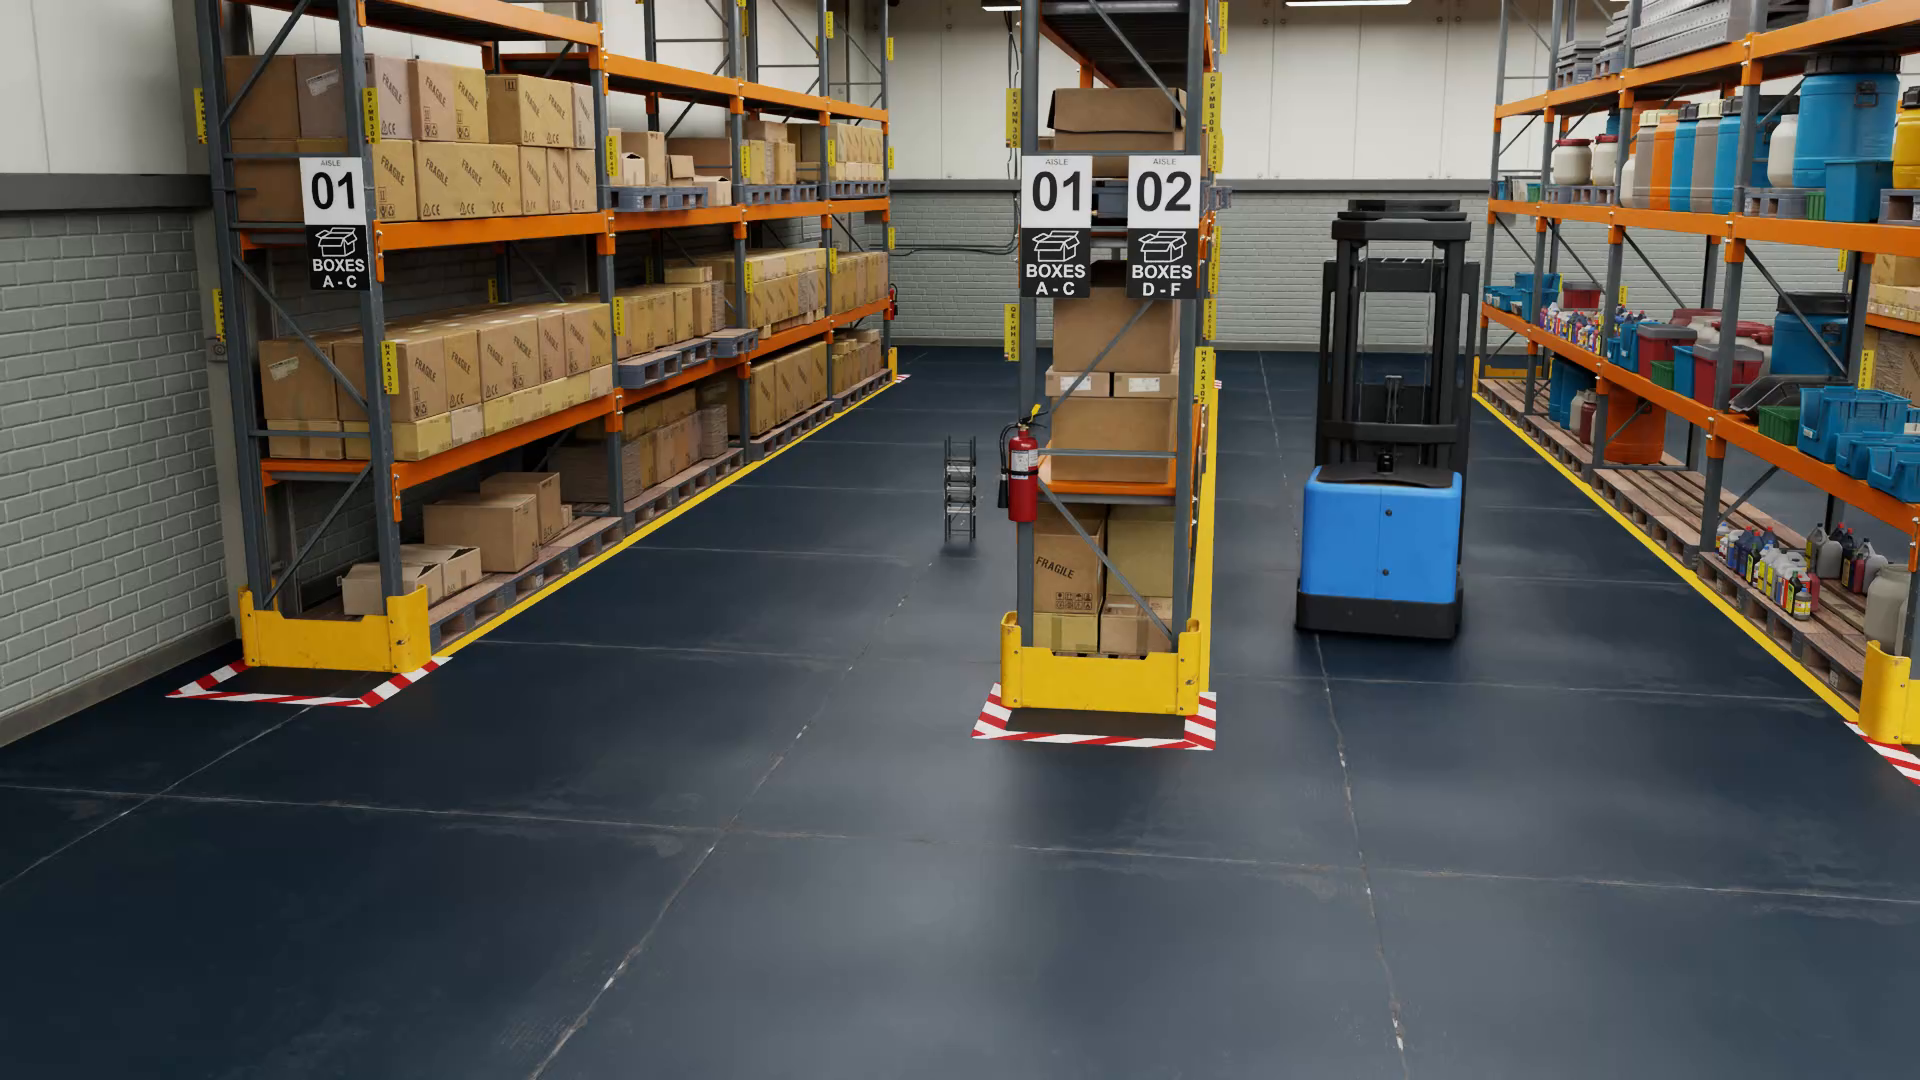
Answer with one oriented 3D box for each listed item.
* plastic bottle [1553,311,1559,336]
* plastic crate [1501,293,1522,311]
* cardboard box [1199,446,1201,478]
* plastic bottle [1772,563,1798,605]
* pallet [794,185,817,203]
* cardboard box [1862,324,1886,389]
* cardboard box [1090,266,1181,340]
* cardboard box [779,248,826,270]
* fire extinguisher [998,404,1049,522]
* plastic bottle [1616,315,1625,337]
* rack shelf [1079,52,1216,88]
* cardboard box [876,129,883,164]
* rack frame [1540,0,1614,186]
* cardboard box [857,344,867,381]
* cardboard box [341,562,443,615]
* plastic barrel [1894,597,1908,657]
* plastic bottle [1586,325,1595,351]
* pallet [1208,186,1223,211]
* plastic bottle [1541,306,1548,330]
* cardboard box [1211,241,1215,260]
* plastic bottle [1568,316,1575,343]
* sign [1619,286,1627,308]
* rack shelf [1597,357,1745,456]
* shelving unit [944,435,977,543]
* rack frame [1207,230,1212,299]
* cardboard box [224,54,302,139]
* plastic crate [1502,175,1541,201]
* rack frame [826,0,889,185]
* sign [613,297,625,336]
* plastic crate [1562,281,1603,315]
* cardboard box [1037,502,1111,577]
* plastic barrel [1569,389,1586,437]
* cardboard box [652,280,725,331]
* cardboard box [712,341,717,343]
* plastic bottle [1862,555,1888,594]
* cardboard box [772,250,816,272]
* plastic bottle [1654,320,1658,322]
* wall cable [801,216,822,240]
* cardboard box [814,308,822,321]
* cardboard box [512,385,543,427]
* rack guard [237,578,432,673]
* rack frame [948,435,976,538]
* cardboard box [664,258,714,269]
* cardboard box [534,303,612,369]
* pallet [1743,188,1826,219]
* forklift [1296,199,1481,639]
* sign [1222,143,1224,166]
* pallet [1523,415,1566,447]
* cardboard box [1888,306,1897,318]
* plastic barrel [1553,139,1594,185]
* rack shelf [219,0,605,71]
[{"bbox_3d":[6.968,-2.529,19.386,0.061,0.283,0.133,2,12,9],"label":"plastic bottle"},{"bbox_3d":[7.585,-3.236,22.646,0.416,0.233,0.300,2,12,9],"label":"plastic crate"},{"bbox_3d":[1.928,-0.755,15.073,0.500,0.311,0.500,1,12,7],"label":"cardboard box"},{"bbox_3d":[5.673,0.304,11.384,0.152,0.276,0.135,2,12,7],"label":"plastic bottle"},{"bbox_3d":[-2.299,-4.335,20.822,0.805,0.209,1.217,1,12,6],"label":"pallet"},{"bbox_3d":[13.072,-2.537,23.190,0.875,0.875,0.875,2,12,9],"label":"cardboard box"},{"bbox_3d":[1.242,-1.711,11.994,0.700,0.500,0.500,2,12,9],"label":"cardboard box"},{"bbox_3d":[-2.026,-3.620,21.398,0.500,0.250,0.500,2,12,10],"label":"cardboard box"},{"bbox_3d":[0.366,-0.449,9.643,0.296,0.674,0.183,2,12,9],"label":"fire extinguisher"},{"bbox_3d":[7.525,-2.421,18.913,0.097,0.271,0.097,0,12,0],"label":"plastic bottle"},{"bbox_3d":[1.766,-4.131,14.960,1.077,0.370,4.000,2,12,9],"label":"rack shelf"},{"bbox_3d":[-1.435,-5.840,24.693,0.500,0.500,0.500,2,12,8],"label":"cardboard box"},{"bbox_3d":[7.582,-5.766,19.890,1.000,3.000,0.127,2,12,9],"label":"rack frame"},{"bbox_3d":[-1.754,-2.613,24.433,0.700,0.500,0.500,1,12,7],"label":"cardboard box"},{"bbox_3d":[-3.857,0.302,11.312,0.500,0.311,0.500,0,12,2],"label":"cardboard box"},{"bbox_3d":[5.762,0.536,9.795,0.421,0.512,0.421,0,12,0],"label":"plastic barrel"},{"bbox_3d":[6.709,-2.148,17.646,0.097,0.271,0.097,0,12,0],"label":"plastic bottle"},{"bbox_3d":[1.888,-3.159,15.360,1.003,0.211,1.213,2,12,11],"label":"pallet"},{"bbox_3d":[7.084,-2.686,20.115,0.061,0.283,0.133,2,12,9],"label":"plastic bottle"},{"bbox_3d":[3.039,-3.621,21.567,0.500,0.500,0.500,2,12,10],"label":"cardboard box"},{"bbox_3d":[6.832,-2.346,18.536,0.061,0.283,0.133,2,12,9],"label":"plastic bottle"},{"bbox_3d":[8.125,-2.951,20.408,0.100,0.325,0.005,2,12,9],"label":"sign"},{"bbox_3d":[6.659,-1.233,14.802,1.077,0.370,4.000,2,12,9],"label":"rack shelf"},{"bbox_3d":[0.001,-0.442,14.406,0.258,0.900,0.210,2,12,9],"label":"shelving unit"},{"bbox_3d":[2.688,-2.995,21.270,1.000,3.000,0.127,2,12,9],"label":"rack frame"},{"bbox_3d":[-4.245,-2.769,10.442,0.500,0.500,0.500,2,12,11],"label":"cardboard box"},{"bbox_3d":[7.691,-4.793,22.641,0.504,0.338,0.767,2,12,9],"label":"plastic crate"},{"bbox_3d":[-1.592,-6.920,25.243,1.000,3.000,0.127,2,12,9],"label":"rack frame"},{"bbox_3d":[-2.900,-1.896,14.118,0.100,0.325,0.005,2,12,9],"label":"sign"},{"bbox_3d":[7.967,-3.072,21.333,0.402,0.464,0.583,2,12,9],"label":"plastic crate"},{"bbox_3d":[0.770,-0.054,11.376,0.500,0.500,0.500,2,12,9],"label":"cardboard box"},{"bbox_3d":[7.198,-1.448,19.000,0.421,0.512,0.421,0,12,0],"label":"plastic barrel"},{"bbox_3d":[-2.885,-2.488,17.635,0.700,0.500,0.500,0,12,2],"label":"cardboard box"},{"bbox_3d":[-2.543,-2.270,18.455,0.380,0.149,0.250,2,12,8],"label":"cardboard box"},{"bbox_3d":[6.429,0.232,11.716,0.152,0.276,0.135,2,12,10],"label":"plastic bottle"},{"bbox_3d":[-2.114,-3.514,20.906,0.500,0.250,0.500,2,12,10],"label":"cardboard box"},{"bbox_3d":[7.576,-2.263,18.149,0.061,0.283,0.133,2,12,9],"label":"plastic bottle"},{"bbox_3d":[-2.330,-4.781,27.147,0.084,1.984,1.851,2,12,9],"label":"wall cable"},{"bbox_3d":[-1.995,-2.909,21.419,0.380,0.149,0.250,2,12,10],"label":"cardboard box"},{"bbox_3d":[-3.434,-1.004,12.340,0.500,0.250,0.500,2,12,9],"label":"cardboard box"},{"bbox_3d":[-4.041,0.550,10.757,1.175,0.500,0.348,2,12,9],"label":"rack guard"},{"bbox_3d":[0.017,-0.463,14.505,0.240,0.900,0.006,2,12,9],"label":"rack frame"},{"bbox_3d":[-3.009,-2.995,18.501,0.500,0.250,0.500,2,12,10],"label":"cardboard box"},{"bbox_3d":[-3.205,-1.684,13.715,0.500,0.500,0.500,2,12,9],"label":"cardboard box"},{"bbox_3d":[6.337,-2.389,11.786,1.213,0.211,1.003,2,12,9],"label":"pallet"},{"bbox_3d":[3.227,-1.034,12.334,1.130,2.935,3.031,4,13,17],"label":"forklift"},{"bbox_3d":[3.849,-5.705,24.621,0.100,0.325,0.005,2,12,9],"label":"sign"},{"bbox_3d":[7.422,-1.311,20.076,1.003,0.211,1.213,2,12,9],"label":"pallet"},{"bbox_3d":[12.475,-2.999,21.888,0.380,0.149,0.250,2,12,7],"label":"cardboard box"},{"bbox_3d":[7.253,-4.470,19.676,0.433,0.535,0.433,0,12,0],"label":"plastic barrel"},{"bbox_3d":[-3.745,-3.652,11.796,1.077,0.370,4.000,2,12,9],"label":"rack shelf"}]
